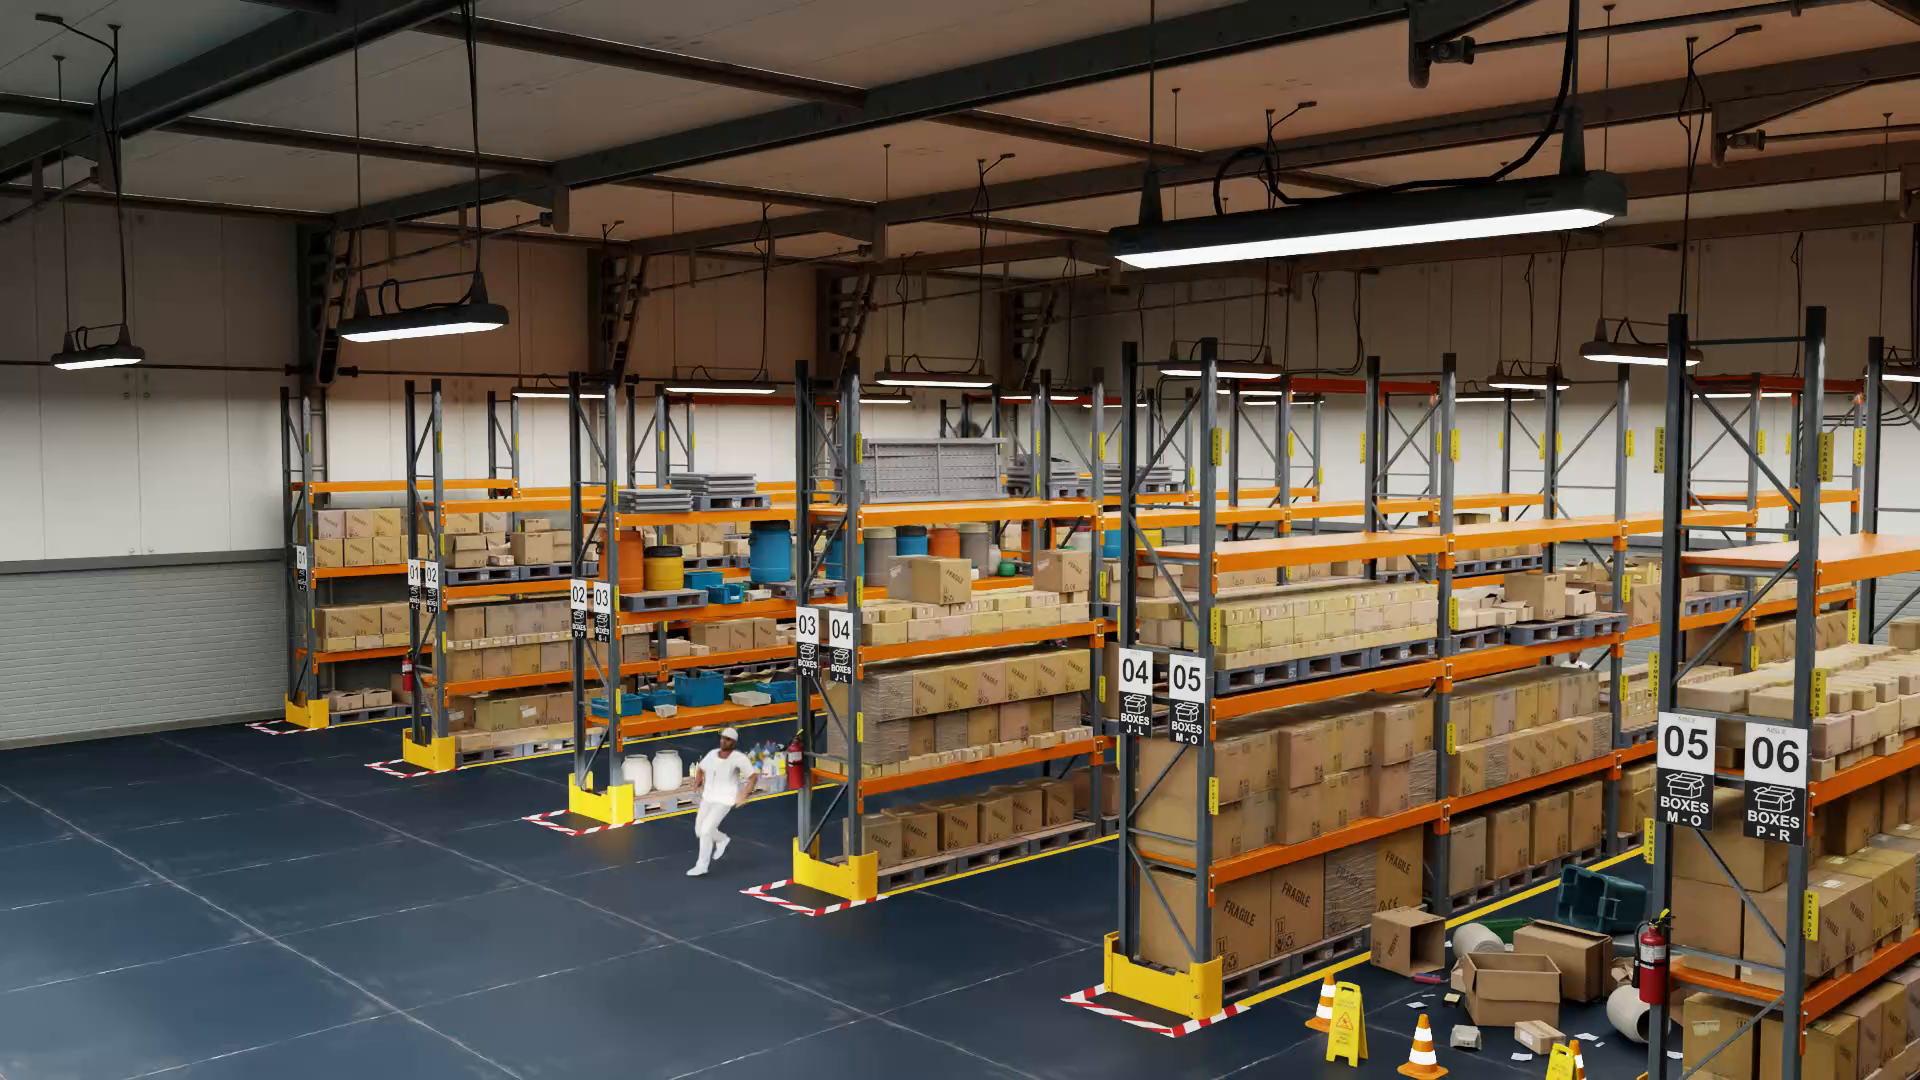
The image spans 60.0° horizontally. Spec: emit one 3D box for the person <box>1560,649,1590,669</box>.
[{"bbox_3d":[10.103,2.582,27.375,0.625,1.737,0.814,3,5,36],"label":"person"}]

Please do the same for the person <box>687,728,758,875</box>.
[{"bbox_3d":[-2.854,3.058,19.534,0.781,1.694,0.769,2,4,33],"label":"person"}]
